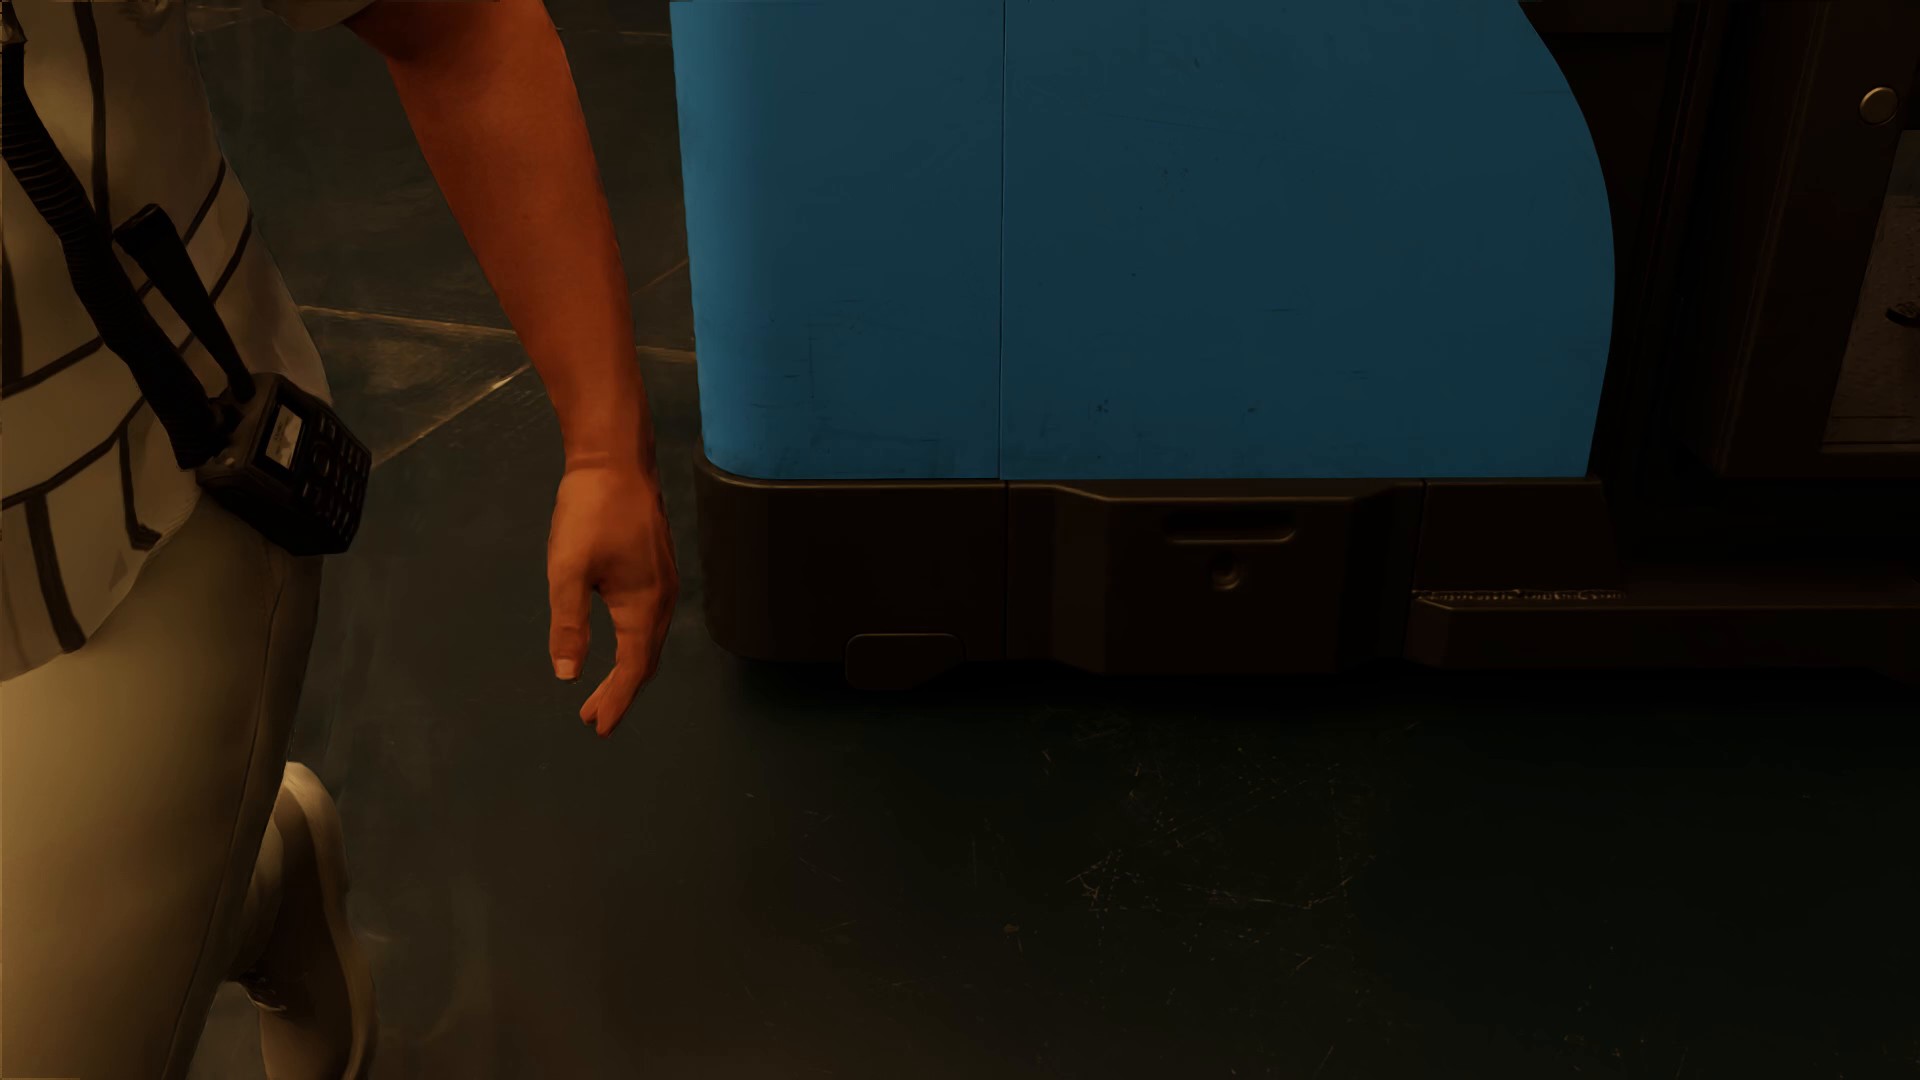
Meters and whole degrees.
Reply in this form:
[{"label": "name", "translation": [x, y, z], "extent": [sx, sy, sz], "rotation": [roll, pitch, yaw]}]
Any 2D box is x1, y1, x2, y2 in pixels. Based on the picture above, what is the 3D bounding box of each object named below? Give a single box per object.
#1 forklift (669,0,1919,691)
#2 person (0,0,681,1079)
[{"label": "forklift", "translation": [1.184, -1.336, 1.894], "extent": [3.031, 2.935, 1.130], "rotation": [0, 27, -1]}, {"label": "person", "translation": [-0.517, -0.038, 0.939], "extent": [0.698, 1.533, 0.722], "rotation": [-1, 27, -1]}]
